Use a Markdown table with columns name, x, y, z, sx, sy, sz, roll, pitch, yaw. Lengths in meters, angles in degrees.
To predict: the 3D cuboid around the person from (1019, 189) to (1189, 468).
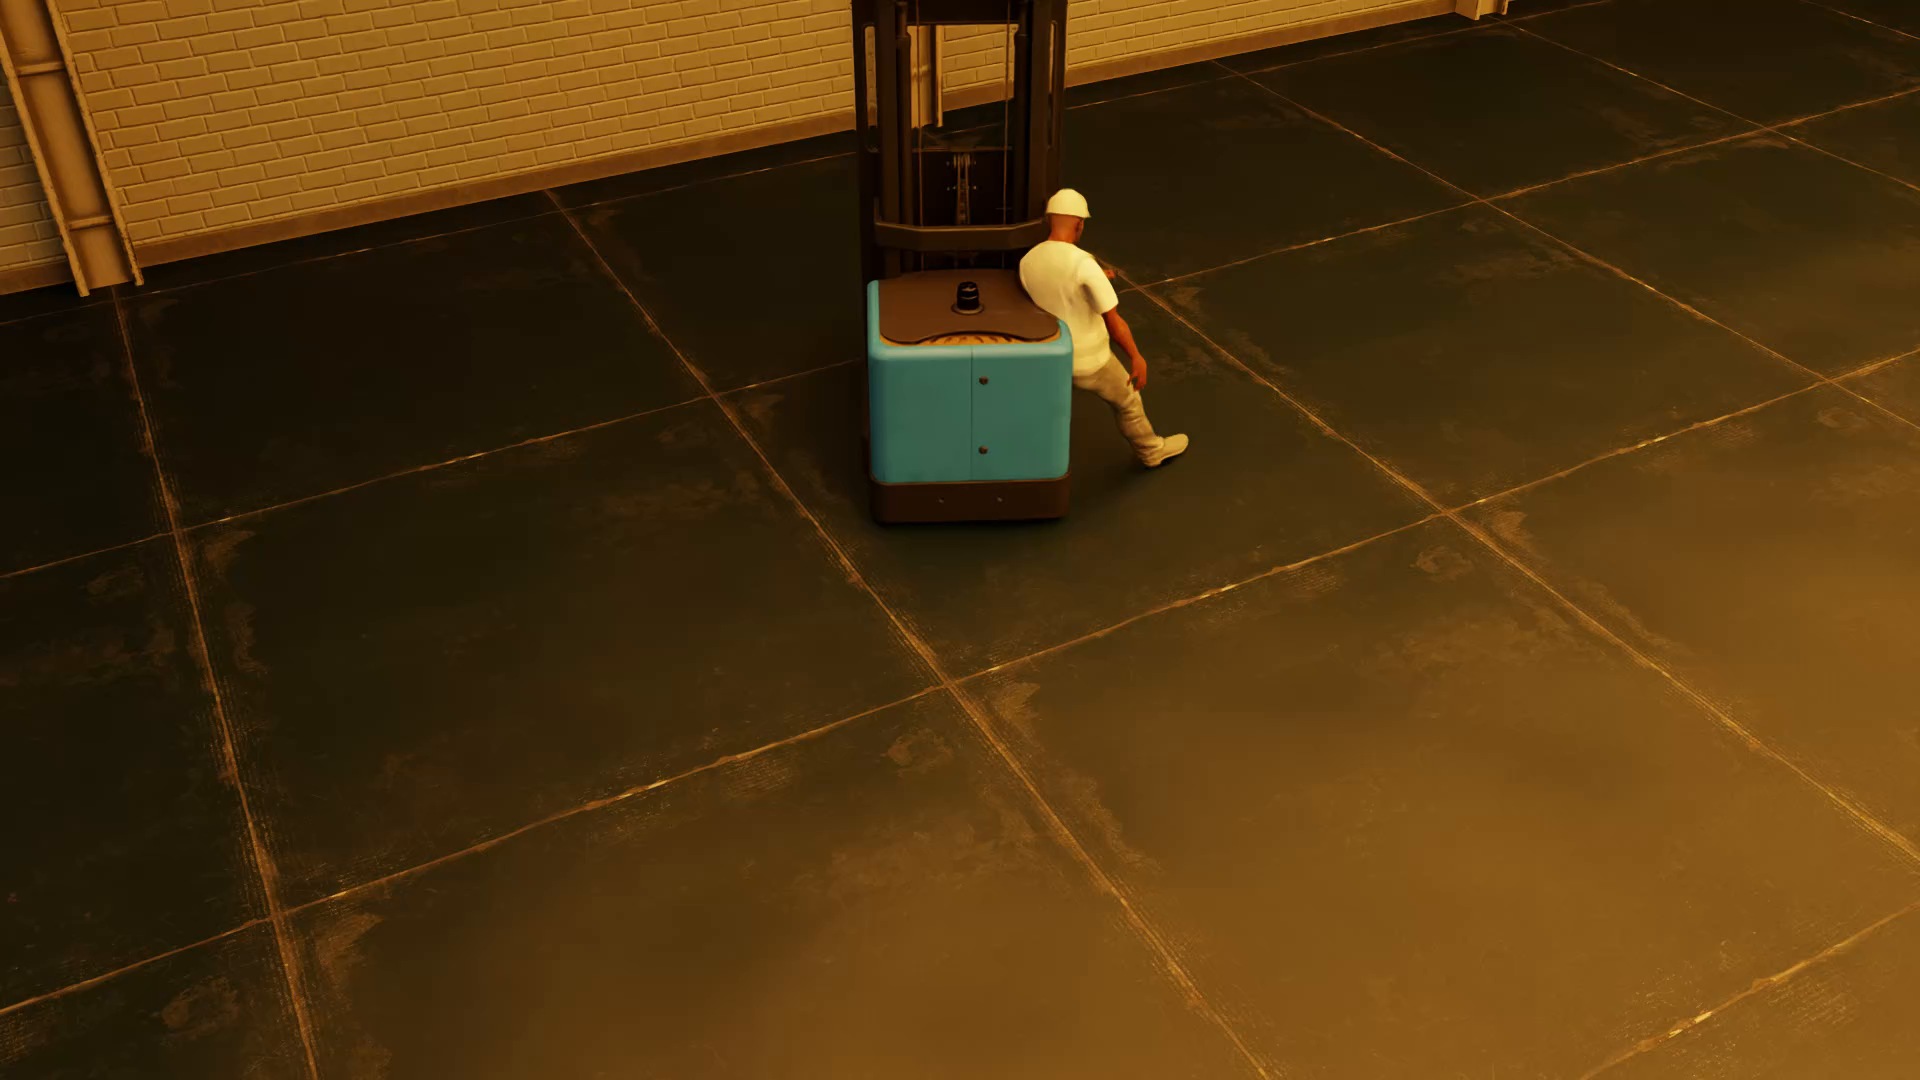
| name | x | y | z | sx | sy | sz | roll | pitch | yaw |
| --- | --- | --- | --- | --- | --- | --- | --- | --- | --- |
| person | 0.699 | -1.094 | 8.786 | 0.943 | 1.614 | 0.963 | 30 | 45 | 35 |

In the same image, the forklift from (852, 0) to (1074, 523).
| name | x | y | z | sx | sy | sz | roll | pitch | yaw |
| --- | --- | --- | --- | --- | --- | --- | --- | --- | --- |
| forklift | -0.017 | -2.112 | 9.111 | 1.130 | 2.935 | 3.031 | -2 | 35 | -2 |
